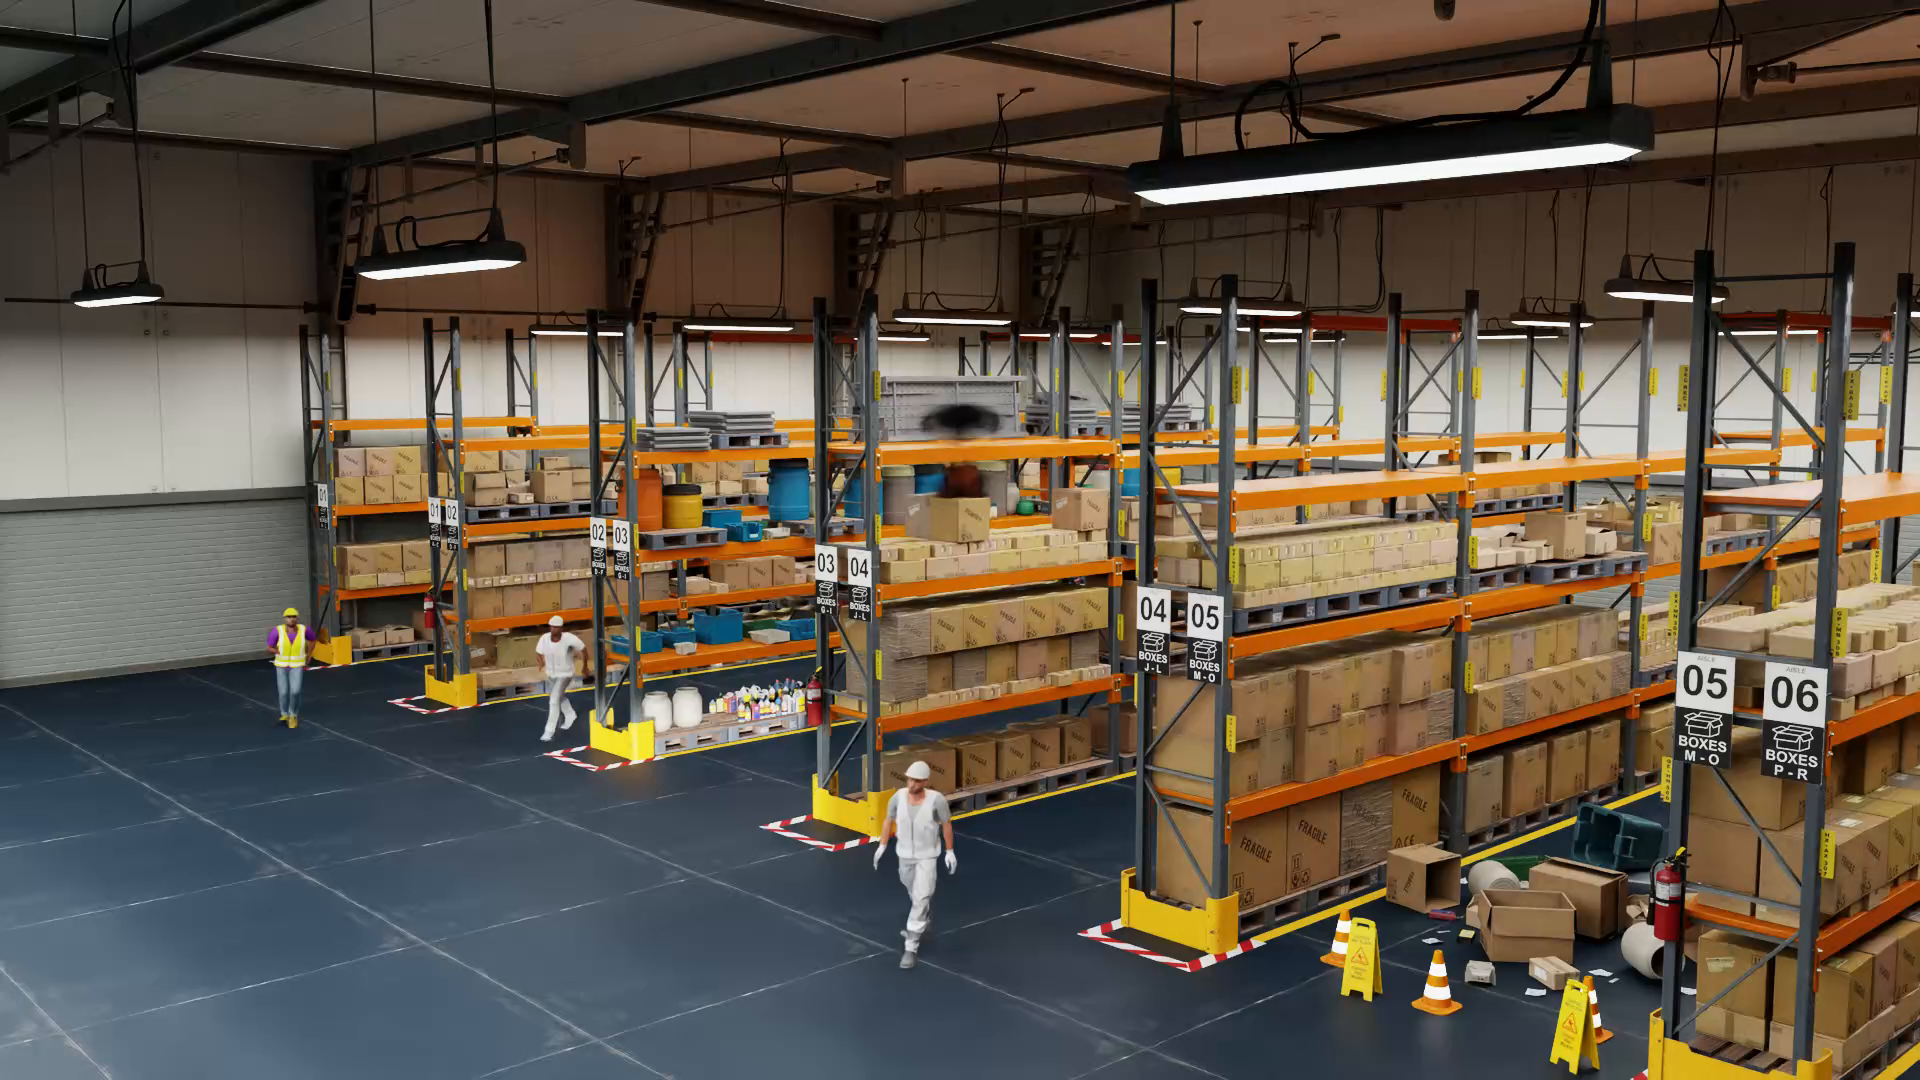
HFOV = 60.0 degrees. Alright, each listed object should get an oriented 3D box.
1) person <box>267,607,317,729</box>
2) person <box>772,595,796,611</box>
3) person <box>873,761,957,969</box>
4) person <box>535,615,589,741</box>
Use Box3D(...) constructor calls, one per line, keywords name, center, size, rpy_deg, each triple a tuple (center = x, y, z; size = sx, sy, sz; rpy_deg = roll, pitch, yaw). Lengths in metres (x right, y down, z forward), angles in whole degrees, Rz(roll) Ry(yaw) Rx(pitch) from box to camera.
Box3D(name="person", center=(-9.728, 1.862, 24.197), size=(0.641, 1.787, 0.773), rpy_deg=(-1, 6, -13))
Box3D(name="person", center=(-3.404, 1.128, 32.549), size=(0.604, 1.514, 0.853), rpy_deg=(3, 7, 29))
Box3D(name="person", center=(-0.387, 2.782, 14.632), size=(0.702, 1.730, 0.958), rpy_deg=(2, 6, 18))
Box3D(name="person", center=(-5.645, 1.920, 23.607), size=(0.693, 1.753, 0.902), rpy_deg=(2, 6, 23))
